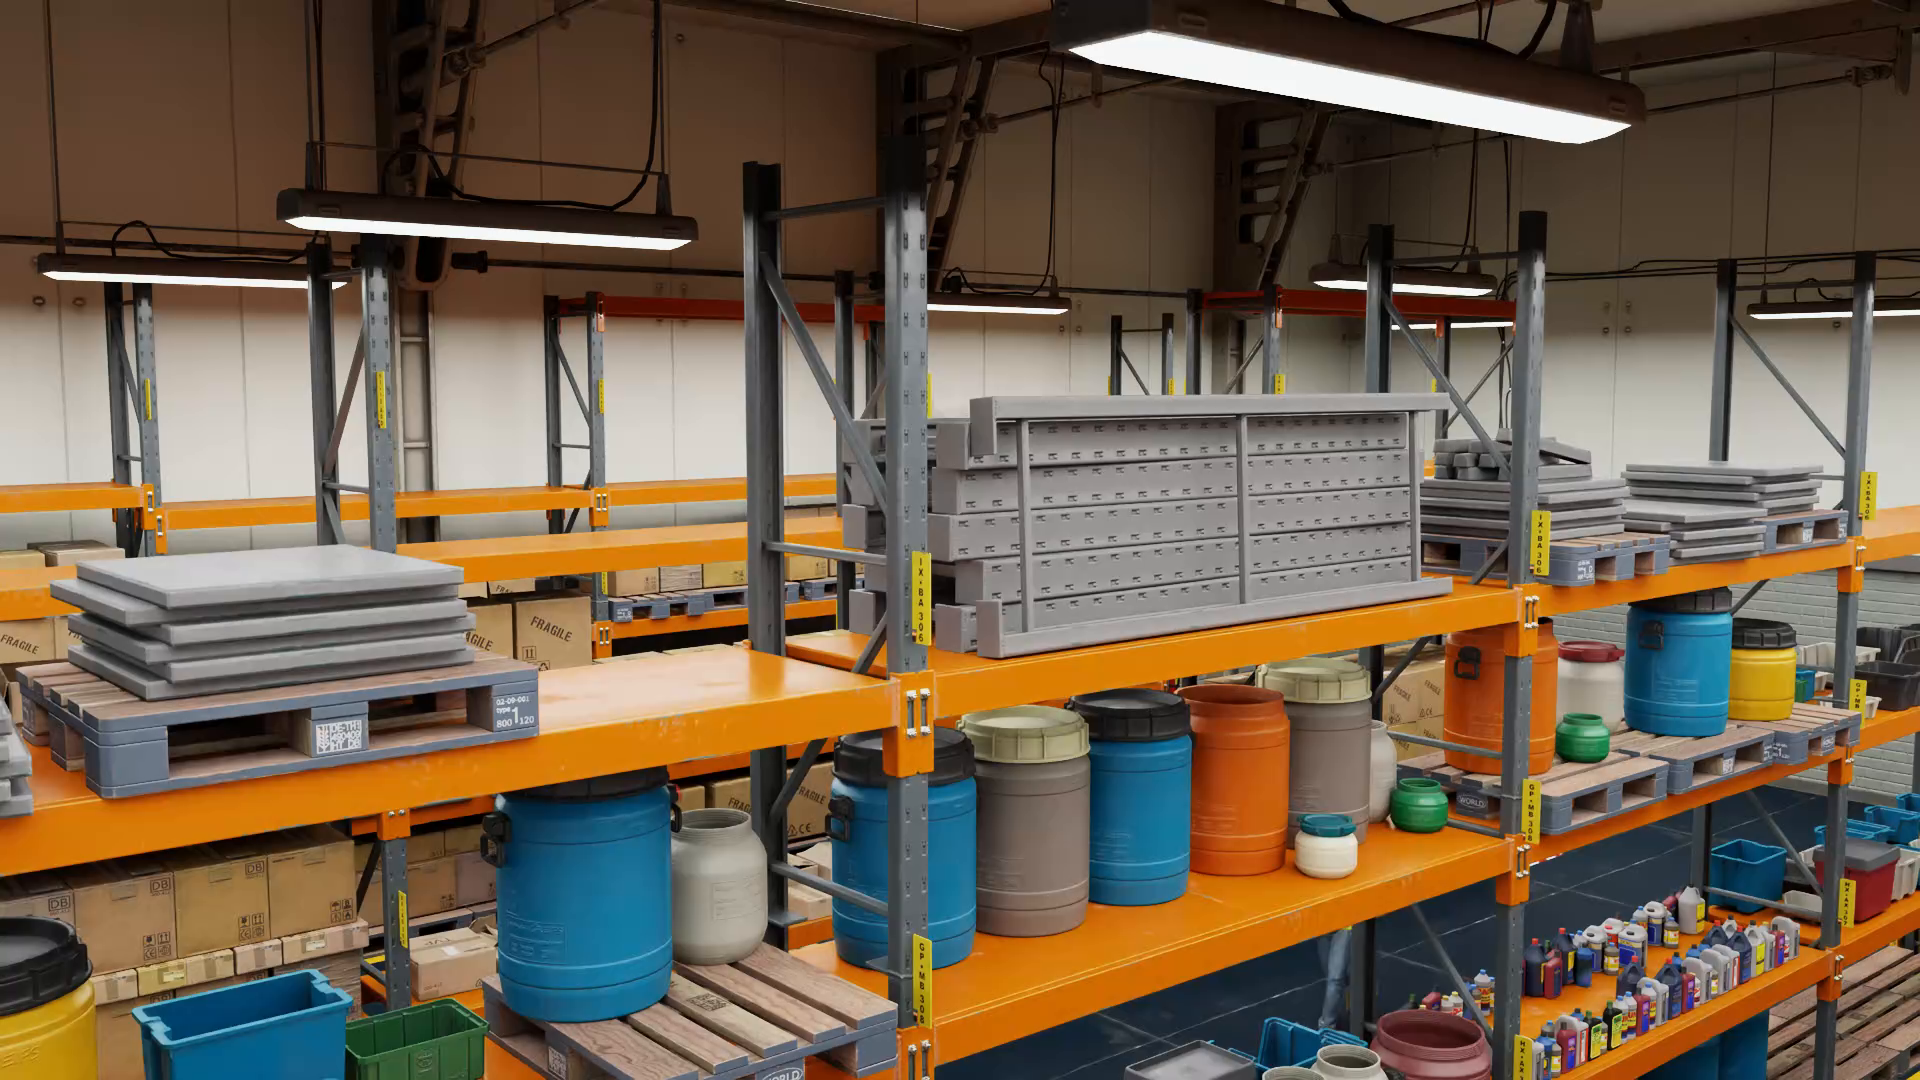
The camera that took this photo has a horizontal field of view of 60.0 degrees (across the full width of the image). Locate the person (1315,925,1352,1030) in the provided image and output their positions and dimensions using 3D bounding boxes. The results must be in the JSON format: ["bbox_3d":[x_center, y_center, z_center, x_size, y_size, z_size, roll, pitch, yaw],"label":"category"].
[{"bbox_3d":[2.985,3.028,13.085,0.700,1.772,0.963,5,7,42],"label":"person"}]
